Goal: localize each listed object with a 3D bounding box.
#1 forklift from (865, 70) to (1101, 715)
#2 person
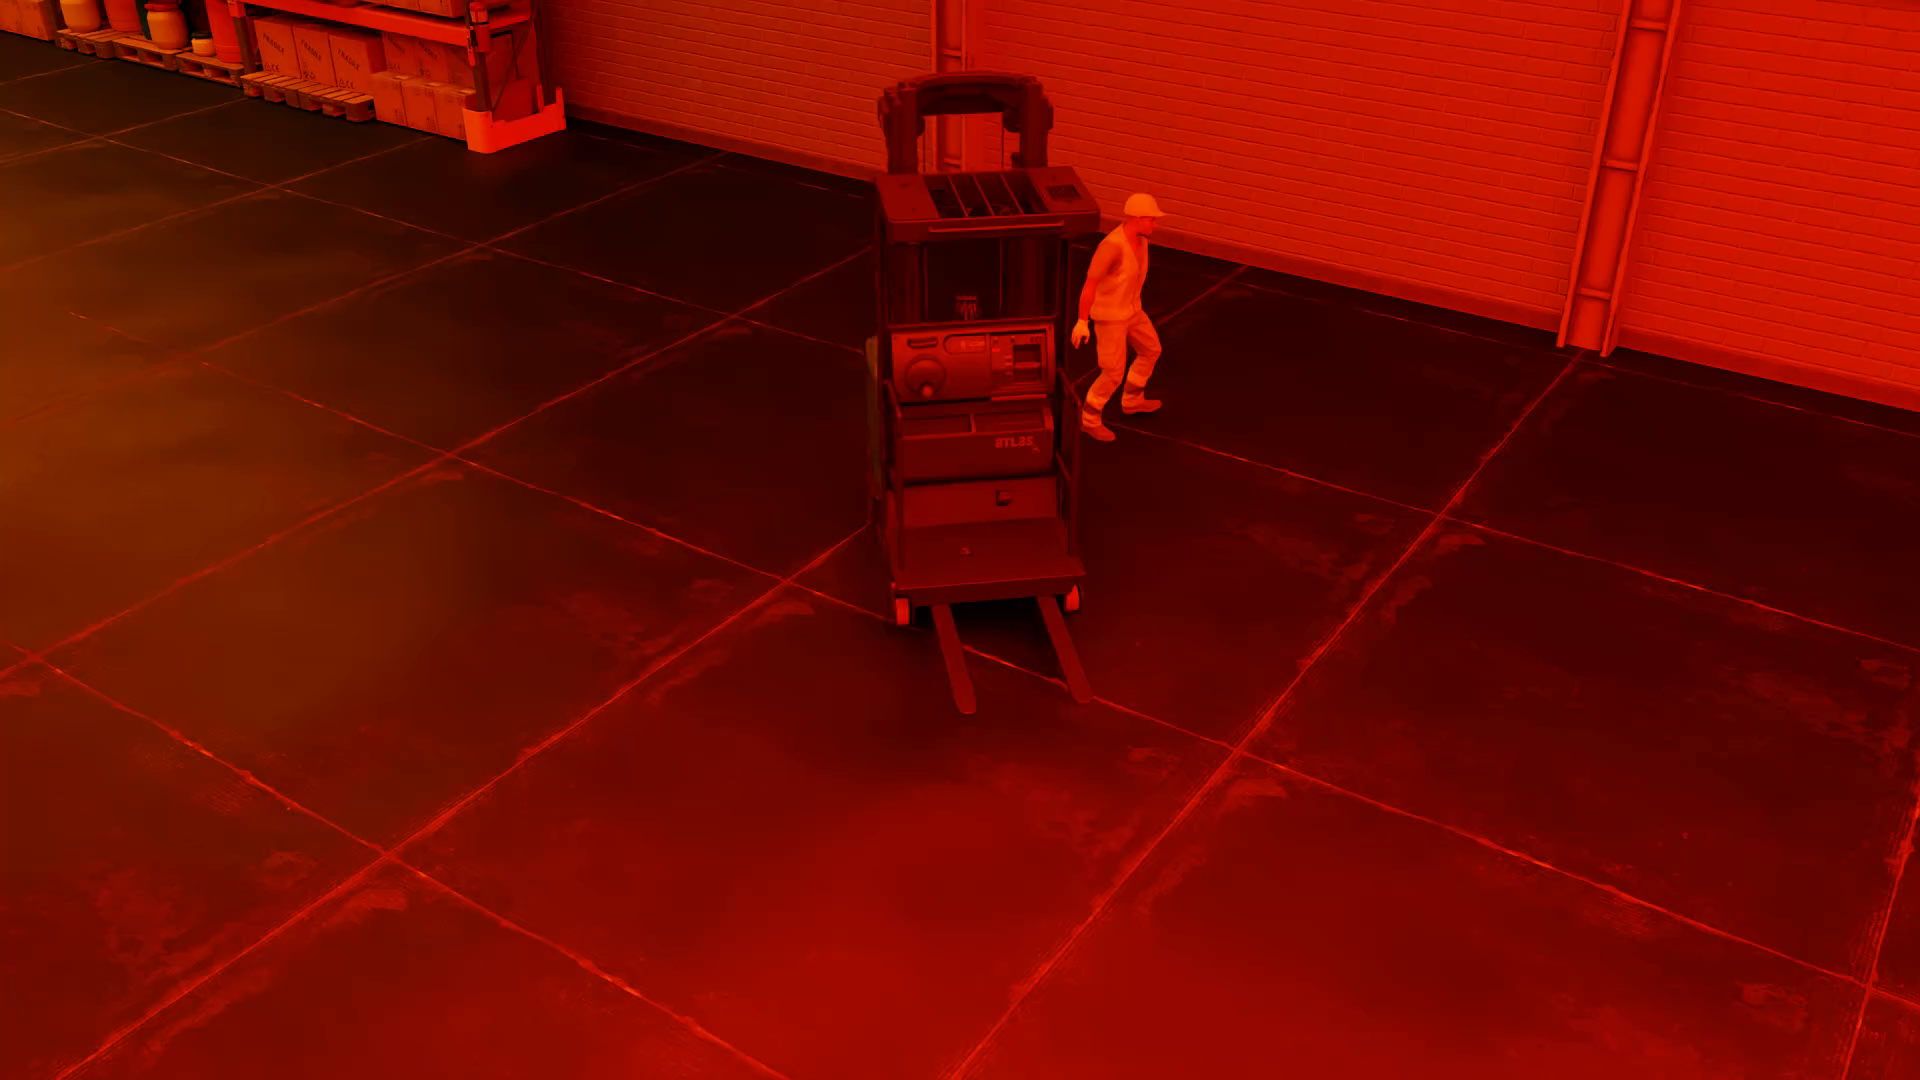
[{"bbox_3d":[0.113,-0.960,9.235,1.130,2.935,3.031,-4,30,-8],"label":"forklift"},{"bbox_3d":[1.117,-1.531,11.414,0.463,1.744,0.867,19,35,29],"label":"person"}]
